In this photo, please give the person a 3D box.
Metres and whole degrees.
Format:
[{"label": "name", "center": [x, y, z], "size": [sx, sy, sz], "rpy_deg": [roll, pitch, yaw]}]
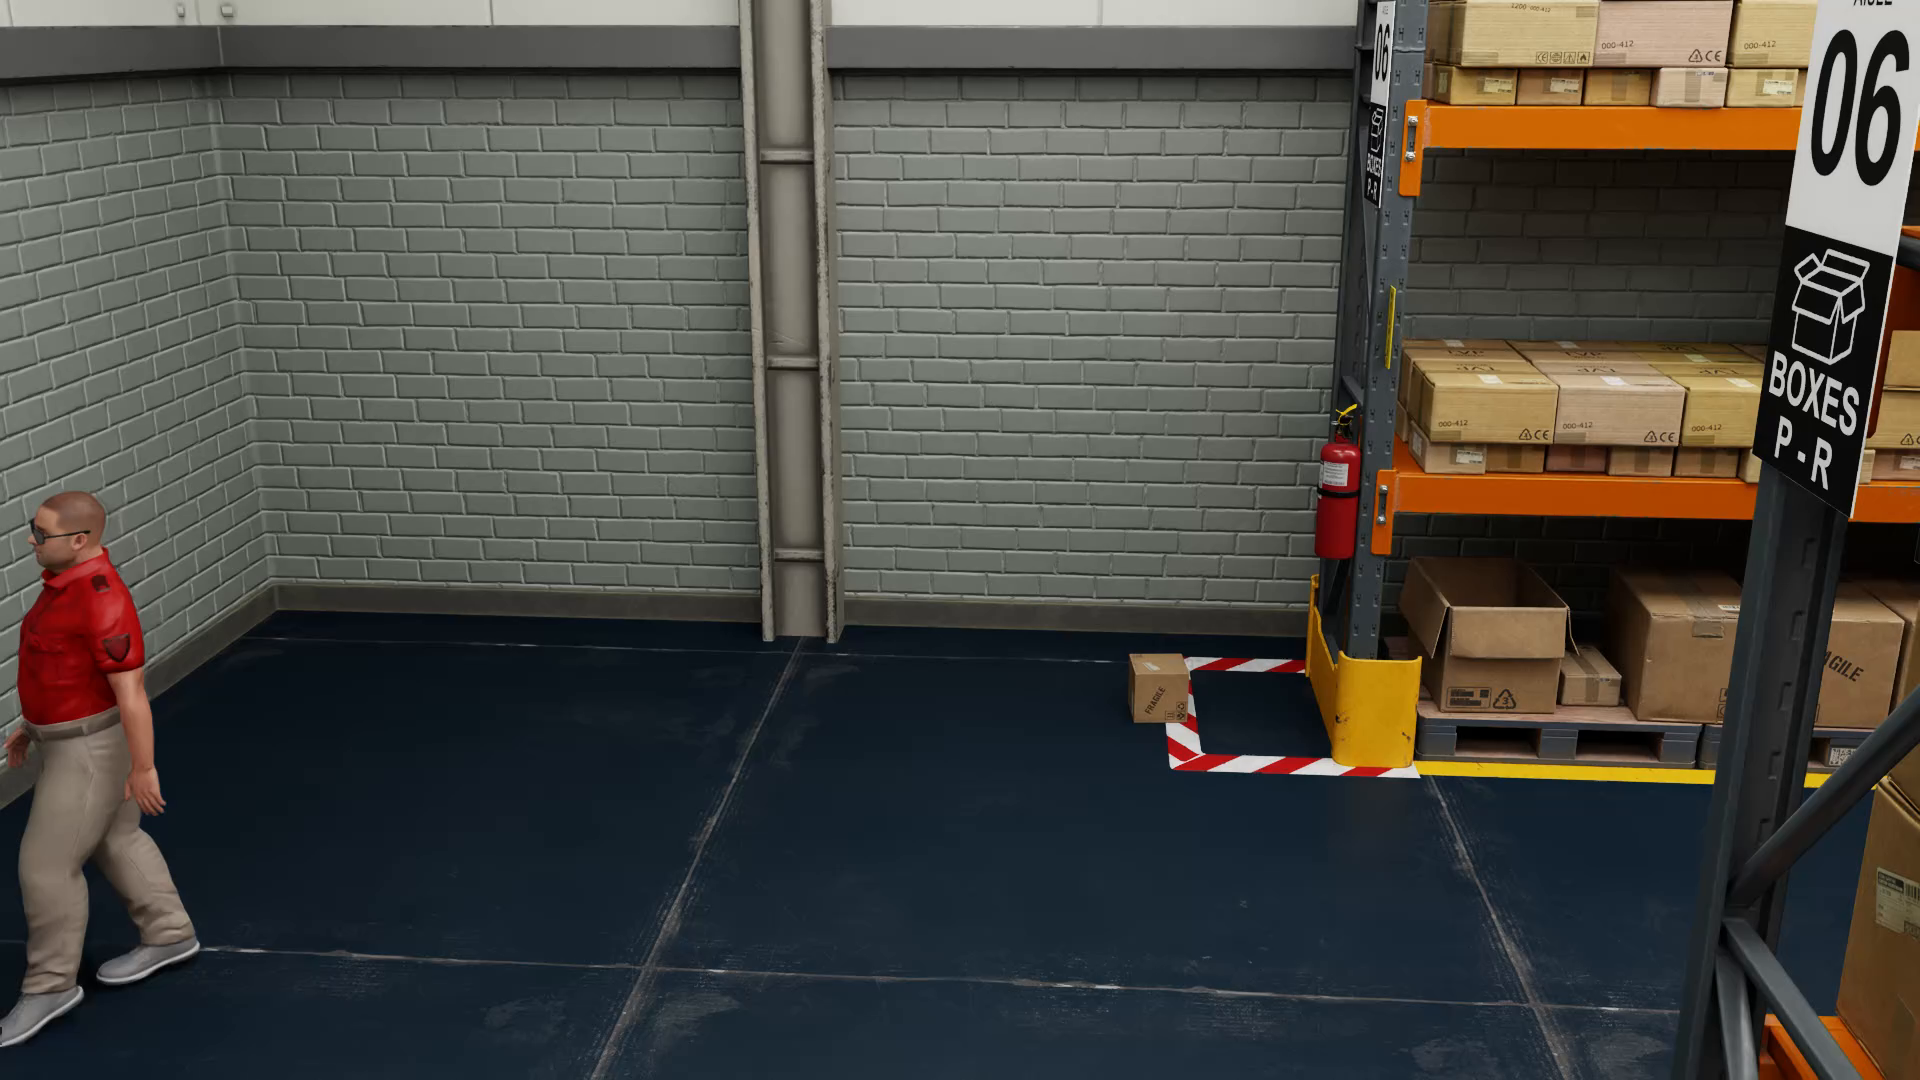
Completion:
[{"label": "person", "center": [-2.919, 0.699, 5.343], "size": [0.685, 1.736, 0.585], "rpy_deg": [-10, 20, -29]}]
